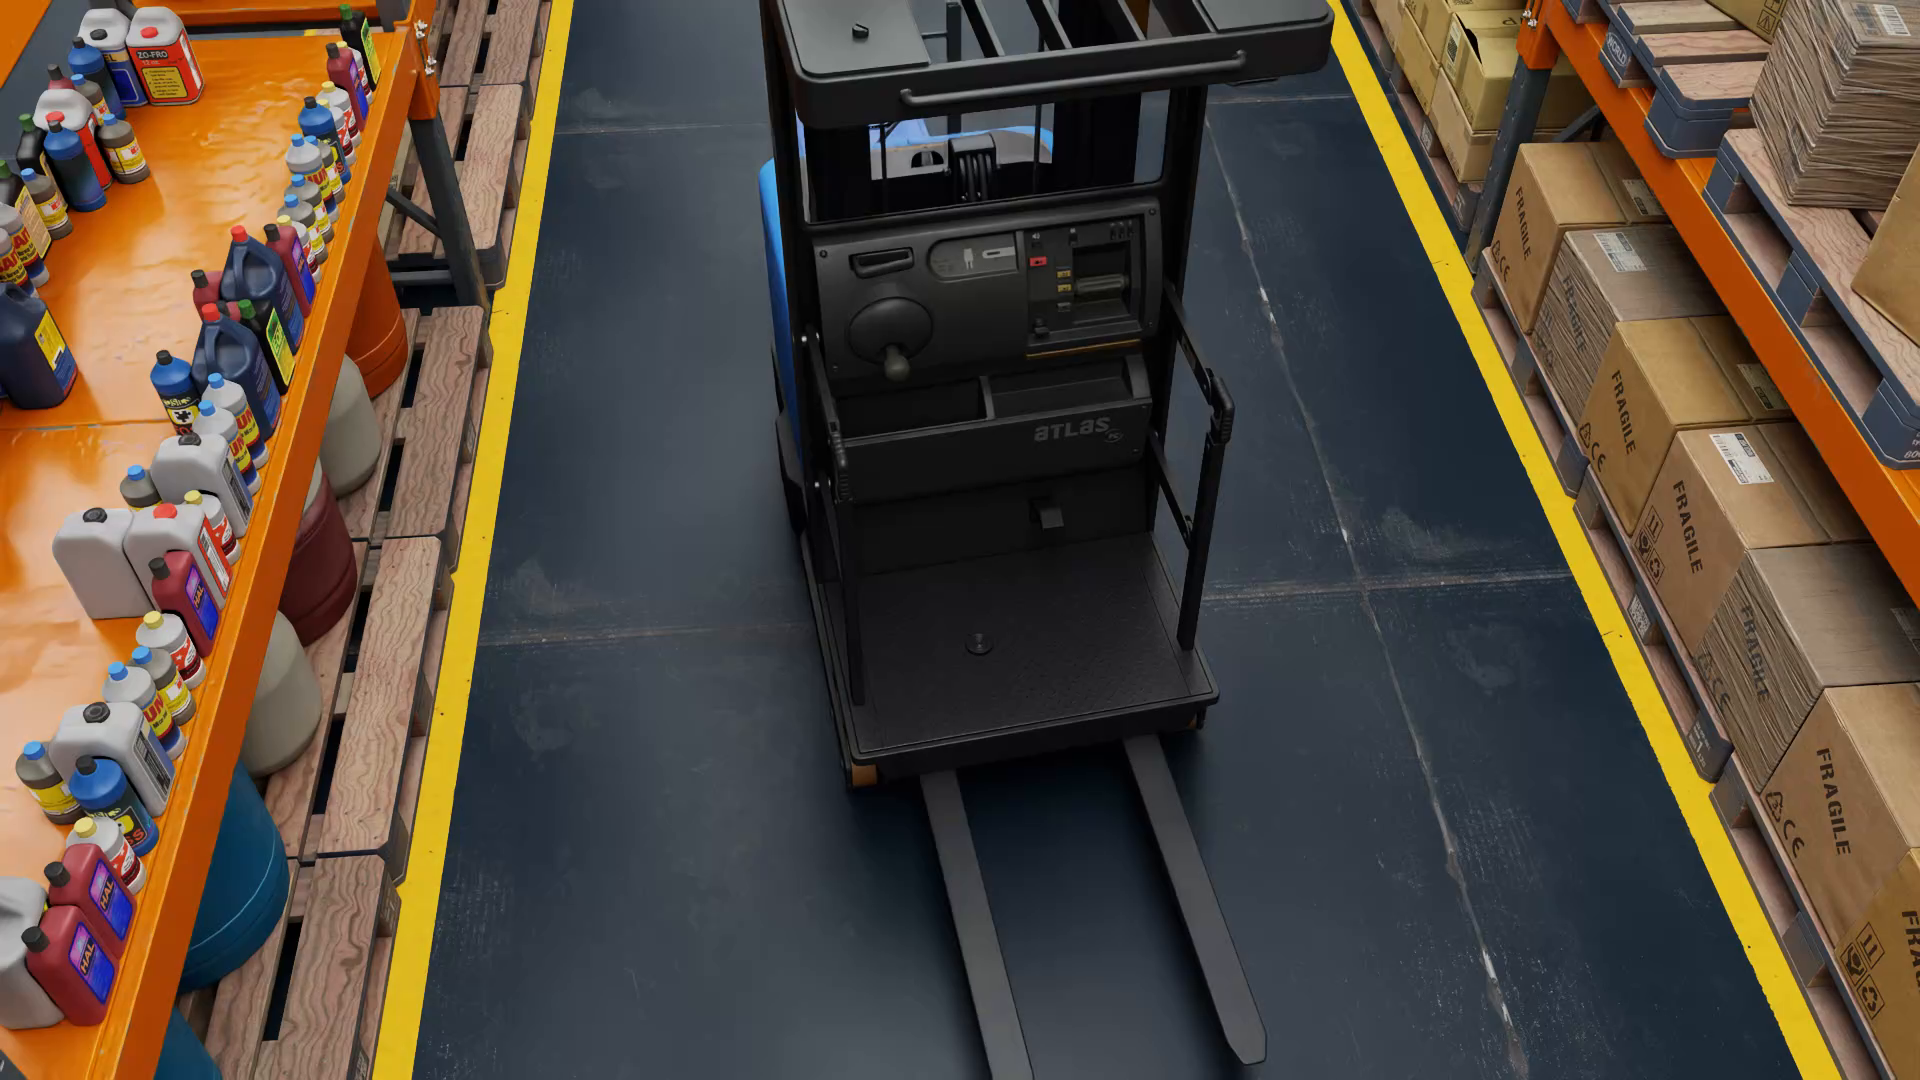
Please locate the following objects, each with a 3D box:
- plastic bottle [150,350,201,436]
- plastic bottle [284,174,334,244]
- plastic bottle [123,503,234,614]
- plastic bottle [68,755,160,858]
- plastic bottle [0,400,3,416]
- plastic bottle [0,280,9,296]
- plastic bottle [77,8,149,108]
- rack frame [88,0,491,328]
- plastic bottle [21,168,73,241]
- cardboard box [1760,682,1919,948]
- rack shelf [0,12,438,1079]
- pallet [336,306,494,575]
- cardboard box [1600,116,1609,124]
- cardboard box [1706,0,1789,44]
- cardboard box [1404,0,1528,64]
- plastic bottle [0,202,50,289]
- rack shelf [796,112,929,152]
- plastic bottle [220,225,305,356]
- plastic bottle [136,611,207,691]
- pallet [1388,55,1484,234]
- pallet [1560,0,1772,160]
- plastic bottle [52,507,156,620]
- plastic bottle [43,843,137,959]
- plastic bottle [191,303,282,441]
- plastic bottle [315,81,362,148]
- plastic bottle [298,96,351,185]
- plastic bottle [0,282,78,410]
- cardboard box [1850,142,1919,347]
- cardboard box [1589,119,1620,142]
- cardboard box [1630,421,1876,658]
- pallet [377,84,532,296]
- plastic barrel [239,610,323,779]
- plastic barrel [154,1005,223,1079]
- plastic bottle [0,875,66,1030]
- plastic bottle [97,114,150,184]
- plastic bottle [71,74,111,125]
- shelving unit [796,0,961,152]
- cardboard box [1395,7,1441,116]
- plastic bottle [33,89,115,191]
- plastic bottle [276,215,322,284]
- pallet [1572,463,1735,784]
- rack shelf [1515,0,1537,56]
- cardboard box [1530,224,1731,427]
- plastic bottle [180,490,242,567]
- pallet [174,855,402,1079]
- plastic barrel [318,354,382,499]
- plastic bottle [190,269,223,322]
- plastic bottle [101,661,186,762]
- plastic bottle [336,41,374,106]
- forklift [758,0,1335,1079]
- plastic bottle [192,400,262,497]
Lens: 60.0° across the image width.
[{"bbox_3d":[-1.924,-0.356,4.110,0.097,0.271,0.097,0,47,0],"label":"plastic bottle"},{"bbox_3d":[-1.850,-0.942,4.713,0.097,0.201,0.097,0,47,0],"label":"plastic bottle"},{"bbox_3d":[-1.762,0.028,3.743,0.152,0.276,0.135,-3,47,-3],"label":"plastic bottle"},{"bbox_3d":[-1.678,0.517,3.283,0.097,0.271,0.097,0,47,0],"label":"plastic bottle"},{"bbox_3d":[-2.521,-0.412,4.108,0.144,0.351,0.185,-3,47,-3],"label":"plastic bottle"},{"bbox_3d":[-2.595,-0.669,4.398,0.061,0.283,0.133,-3,47,-3],"label":"plastic bottle"},{"bbox_3d":[-2.646,-1.505,5.195,0.152,0.276,0.135,-3,47,-3],"label":"plastic bottle"},{"bbox_3d":[-2.360,-1.881,5.465,1.000,3.000,0.127,-3,47,-3],"label":"rack frame"},{"bbox_3d":[-2.614,-0.963,4.733,0.097,0.201,0.097,0,47,0],"label":"plastic bottle"},{"bbox_3d":[2.551,0.726,4.415,0.500,0.500,0.500,-3,47,-3],"label":"cardboard box"},{"bbox_3d":[-2.193,-0.186,4.356,1.077,0.370,4.000,-3,47,-3],"label":"rack shelf"},{"bbox_3d":[-2.253,-0.354,5.940,1.003,0.211,1.213,-3,47,-3],"label":"pallet"},{"bbox_3d":[2.825,-1.967,6.766,0.500,0.311,0.500,-2,47,-2],"label":"cardboard box"},{"bbox_3d":[2.741,-1.909,5.134,0.700,0.500,0.500,-18,49,-16],"label":"cardboard box"},{"bbox_3d":[2.237,-2.310,7.090,0.500,0.311,0.500,-4,47,-4],"label":"cardboard box"},{"bbox_3d":[-2.595,-0.820,4.549,0.097,0.271,0.097,0,47,0],"label":"plastic bottle"},{"bbox_3d":[-0.351,-1.404,6.294,0.538,0.185,1.000,-9,47,-8],"label":"rack shelf"},{"bbox_3d":[-1.834,-0.652,4.336,0.144,0.351,0.185,-3,47,-3],"label":"plastic bottle"},{"bbox_3d":[-1.714,0.233,3.601,0.097,0.201,0.097,0,47,0],"label":"plastic bottle"},{"bbox_3d":[2.546,-1.818,7.326,1.003,0.211,1.213,-3,47,-3],"label":"pallet"},{"bbox_3d":[2.703,-1.627,5.357,1.213,0.211,1.003,-3,47,-3],"label":"pallet"},{"bbox_3d":[-1.914,0.037,3.734,0.152,0.276,0.135,-3,47,-3],"label":"plastic bottle"},{"bbox_3d":[-1.642,0.666,3.134,0.061,0.283,0.133,-3,47,-3],"label":"plastic bottle"},{"bbox_3d":[-1.807,-0.422,4.118,0.144,0.351,0.185,-3,47,-3],"label":"plastic bottle"},{"bbox_3d":[-1.891,-1.294,5.046,0.097,0.201,0.097,0,47,0],"label":"plastic bottle"},{"bbox_3d":[-1.874,-1.177,4.888,0.097,0.271,0.097,0,47,0],"label":"plastic bottle"},{"bbox_3d":[-2.381,-0.518,4.209,0.144,0.351,0.185,-3,47,-3],"label":"plastic bottle"},{"bbox_3d":[2.701,-0.738,4.025,0.700,0.500,0.500,-14,48,-13],"label":"cardboard box"},{"bbox_3d":[2.825,-1.775,6.969,0.500,0.250,0.500,-4,47,-3],"label":"cardboard box"},{"bbox_3d":[2.464,-0.005,5.107,0.500,0.500,0.500,-5,47,-5],"label":"cardboard box"},{"bbox_3d":[-2.387,-1.485,7.011,1.003,0.211,1.213,-3,47,-3],"label":"pallet"},{"bbox_3d":[-2.072,0.404,4.726,0.421,0.512,0.421,0,47,0],"label":"plastic barrel"},{"bbox_3d":[-2.054,1.196,3.707,0.600,0.901,0.708,-3,47,-3],"label":"plastic barrel"},{"bbox_3d":[-1.735,0.727,3.030,0.144,0.351,0.185,-3,47,-3],"label":"plastic bottle"},{"bbox_3d":[-2.485,-1.166,4.925,0.097,0.201,0.097,0,47,0],"label":"plastic bottle"},{"bbox_3d":[-2.656,-1.323,5.074,0.097,0.201,0.097,0,47,0],"label":"plastic bottle"},{"bbox_3d":[-0.351,-1.527,6.164,0.538,1.500,1.048,-9,47,-8],"label":"shelving unit"},{"bbox_3d":[2.242,-2.116,7.293,0.500,0.250,0.500,-4,47,-4],"label":"cardboard box"},{"bbox_3d":[-2.608,-1.170,4.878,0.152,0.276,0.135,-3,47,-3],"label":"plastic bottle"},{"bbox_3d":[-1.834,-0.801,4.579,0.097,0.201,0.097,0,47,0],"label":"plastic bottle"},{"bbox_3d":[2.700,0.203,5.412,1.003,0.211,1.213,-3,47,-3],"label":"pallet"},{"bbox_3d":[2.408,-3.379,7.379,1.077,0.370,4.000,-3,47,-3],"label":"rack shelf"},{"bbox_3d":[2.379,-0.745,5.809,0.500,0.500,0.500,-5,47,-5],"label":"cardboard box"},{"bbox_3d":[-1.745,-0.032,3.851,0.097,0.201,0.097,0,47,0],"label":"plastic bottle"},{"bbox_3d":[-2.049,1.412,4.268,1.003,0.211,1.213,-3,47,-3],"label":"pallet"},{"bbox_3d":[-2.166,-0.413,5.500,0.421,0.512,0.421,0,47,0],"label":"plastic barrel"},{"bbox_3d":[-1.934,-0.604,4.337,0.061,0.283,0.133,-3,47,-3],"label":"plastic bottle"},{"bbox_3d":[-1.698,0.349,3.442,0.097,0.271,0.097,0,47,0],"label":"plastic bottle"},{"bbox_3d":[-1.910,-1.461,5.204,0.097,0.201,0.097,0,47,0],"label":"plastic bottle"},{"bbox_3d":[0.131,-0.564,4.265,1.130,2.935,3.031,-9,47,-8],"label":"forklift"},{"bbox_3d":[-1.764,-0.224,3.984,0.097,0.271,0.097,0,47,0],"label":"plastic bottle"}]
